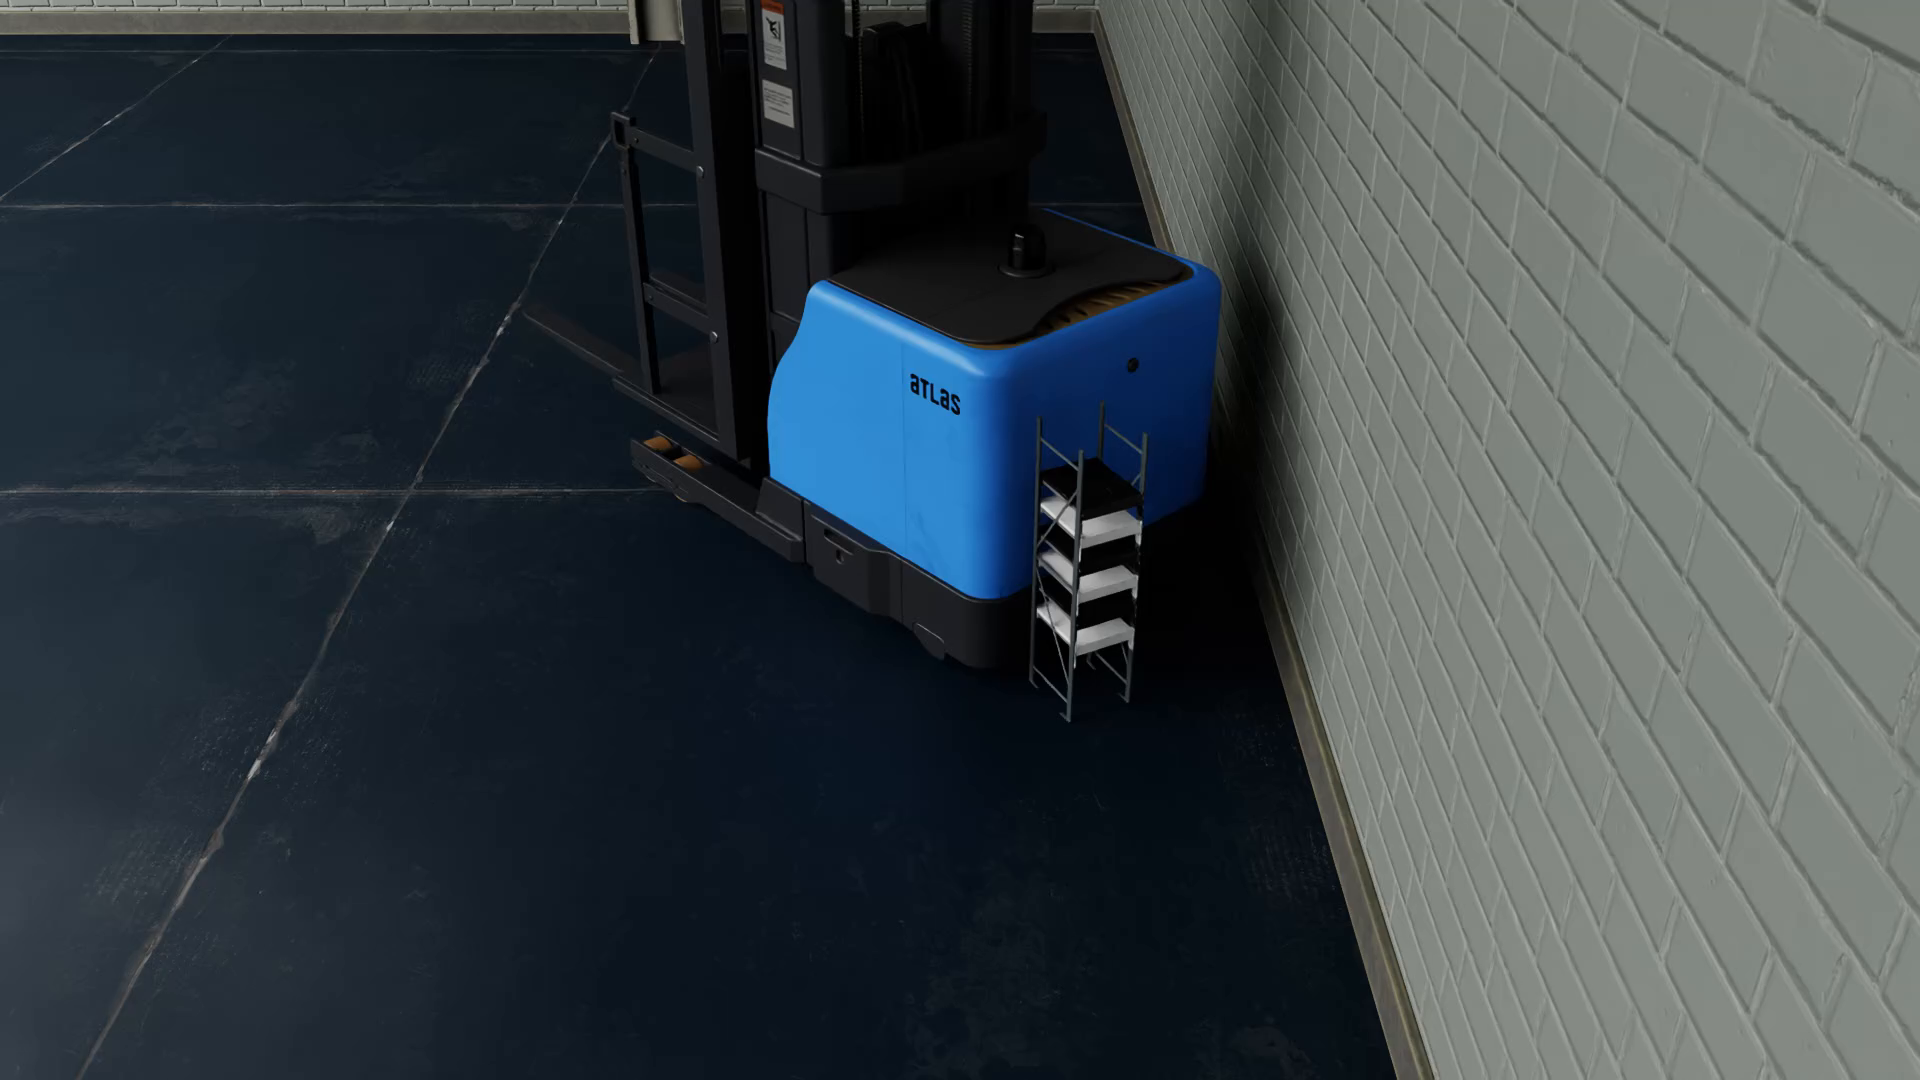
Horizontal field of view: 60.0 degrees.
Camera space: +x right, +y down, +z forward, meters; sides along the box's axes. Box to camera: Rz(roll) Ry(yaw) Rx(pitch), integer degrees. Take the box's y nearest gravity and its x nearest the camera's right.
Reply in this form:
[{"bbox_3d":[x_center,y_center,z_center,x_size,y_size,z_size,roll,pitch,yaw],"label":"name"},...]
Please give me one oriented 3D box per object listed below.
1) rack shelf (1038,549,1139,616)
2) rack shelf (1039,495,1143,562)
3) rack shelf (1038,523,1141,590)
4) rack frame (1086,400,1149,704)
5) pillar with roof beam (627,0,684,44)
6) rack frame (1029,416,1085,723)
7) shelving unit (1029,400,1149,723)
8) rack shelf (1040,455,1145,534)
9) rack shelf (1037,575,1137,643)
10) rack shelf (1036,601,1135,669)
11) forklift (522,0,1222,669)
[{"bbox_3d":[0.359,0.101,4.779,0.200,0.077,0.258,-15,35,-24],"label":"rack shelf"},{"bbox_3d":[0.360,-0.053,4.685,0.200,0.077,0.258,-15,35,-24],"label":"rack shelf"},{"bbox_3d":[0.359,0.024,4.732,0.200,0.077,0.258,-15,35,-24],"label":"rack shelf"},{"bbox_3d":[0.449,0.048,4.802,0.006,0.900,0.240,-15,35,-24],"label":"rack frame"},{"bbox_3d":[-2.014,-5.069,5.429,0.400,9.000,9.100,0,31,0],"label":"pillar with roof beam"},{"bbox_3d":[0.269,0.097,4.721,0.006,0.900,0.240,-15,35,-24],"label":"rack frame"},{"bbox_3d":[0.359,0.072,4.761,0.210,0.900,0.258,-15,35,-24],"label":"shelving unit"},{"bbox_3d":[0.360,-0.129,4.638,0.200,0.077,0.258,-15,35,-24],"label":"rack shelf"},{"bbox_3d":[0.359,0.178,4.826,0.200,0.077,0.258,-15,35,-24],"label":"rack shelf"},{"bbox_3d":[0.359,0.254,4.873,0.200,0.077,0.258,-15,35,-24],"label":"rack shelf"},{"bbox_3d":[-0.551,-1.547,5.473,1.130,2.935,3.031,-25,39,-35],"label":"forklift"}]
